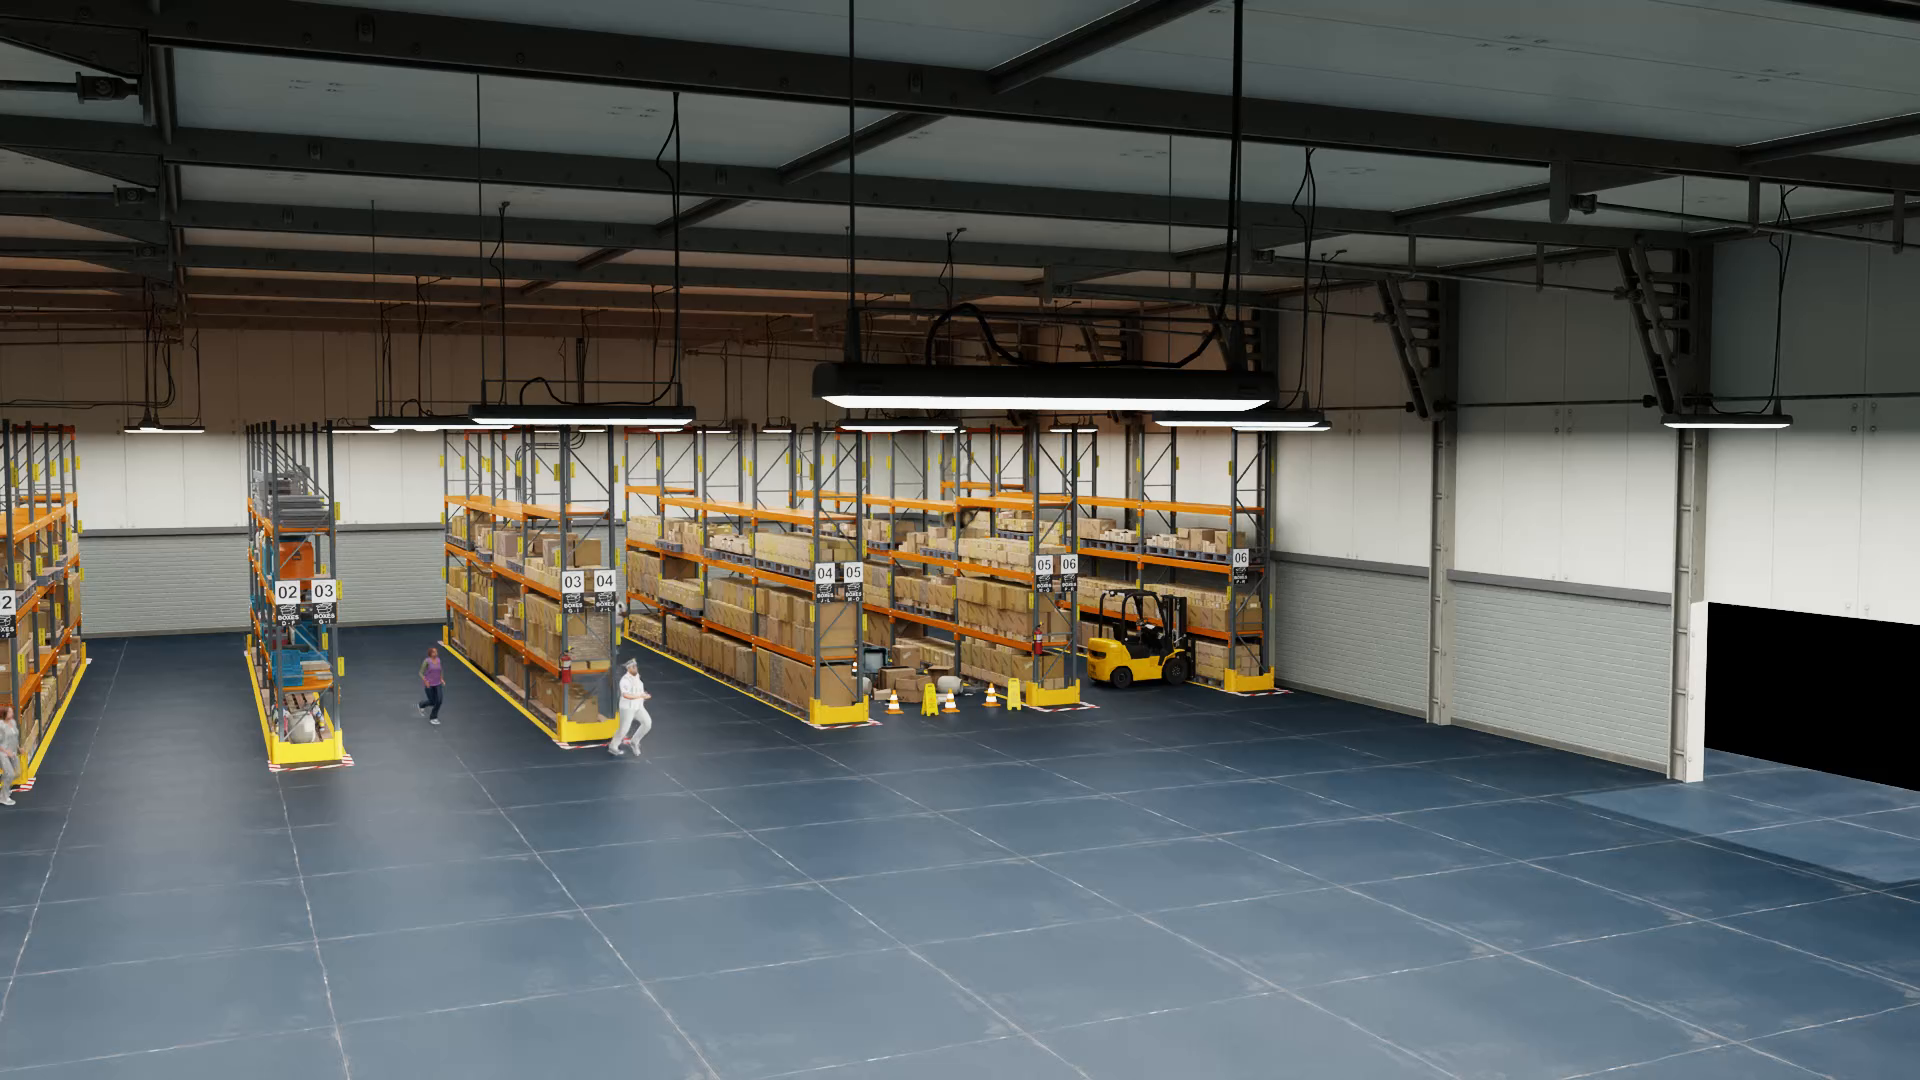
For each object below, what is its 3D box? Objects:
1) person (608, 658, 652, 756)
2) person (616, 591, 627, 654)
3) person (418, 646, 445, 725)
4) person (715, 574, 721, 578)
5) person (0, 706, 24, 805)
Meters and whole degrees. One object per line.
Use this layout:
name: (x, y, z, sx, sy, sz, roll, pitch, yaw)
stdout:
person: (-5.845, 2.984, 29.672, 0.872, 1.771, 0.677, 2, 4, 25)
person: (-8.904, 2.197, 43.012, 0.545, 1.748, 0.748, -2, 4, -24)
person: (-10.549, 2.884, 33.137, 0.598, 1.554, 0.522, 3, 5, 41)
person: (-6.924, 1.864, 47.577, 0.961, 1.782, 0.710, 3, 5, 43)
person: (-14.885, 3.343, 25.870, 0.579, 1.554, 0.525, 1, 4, 9)
